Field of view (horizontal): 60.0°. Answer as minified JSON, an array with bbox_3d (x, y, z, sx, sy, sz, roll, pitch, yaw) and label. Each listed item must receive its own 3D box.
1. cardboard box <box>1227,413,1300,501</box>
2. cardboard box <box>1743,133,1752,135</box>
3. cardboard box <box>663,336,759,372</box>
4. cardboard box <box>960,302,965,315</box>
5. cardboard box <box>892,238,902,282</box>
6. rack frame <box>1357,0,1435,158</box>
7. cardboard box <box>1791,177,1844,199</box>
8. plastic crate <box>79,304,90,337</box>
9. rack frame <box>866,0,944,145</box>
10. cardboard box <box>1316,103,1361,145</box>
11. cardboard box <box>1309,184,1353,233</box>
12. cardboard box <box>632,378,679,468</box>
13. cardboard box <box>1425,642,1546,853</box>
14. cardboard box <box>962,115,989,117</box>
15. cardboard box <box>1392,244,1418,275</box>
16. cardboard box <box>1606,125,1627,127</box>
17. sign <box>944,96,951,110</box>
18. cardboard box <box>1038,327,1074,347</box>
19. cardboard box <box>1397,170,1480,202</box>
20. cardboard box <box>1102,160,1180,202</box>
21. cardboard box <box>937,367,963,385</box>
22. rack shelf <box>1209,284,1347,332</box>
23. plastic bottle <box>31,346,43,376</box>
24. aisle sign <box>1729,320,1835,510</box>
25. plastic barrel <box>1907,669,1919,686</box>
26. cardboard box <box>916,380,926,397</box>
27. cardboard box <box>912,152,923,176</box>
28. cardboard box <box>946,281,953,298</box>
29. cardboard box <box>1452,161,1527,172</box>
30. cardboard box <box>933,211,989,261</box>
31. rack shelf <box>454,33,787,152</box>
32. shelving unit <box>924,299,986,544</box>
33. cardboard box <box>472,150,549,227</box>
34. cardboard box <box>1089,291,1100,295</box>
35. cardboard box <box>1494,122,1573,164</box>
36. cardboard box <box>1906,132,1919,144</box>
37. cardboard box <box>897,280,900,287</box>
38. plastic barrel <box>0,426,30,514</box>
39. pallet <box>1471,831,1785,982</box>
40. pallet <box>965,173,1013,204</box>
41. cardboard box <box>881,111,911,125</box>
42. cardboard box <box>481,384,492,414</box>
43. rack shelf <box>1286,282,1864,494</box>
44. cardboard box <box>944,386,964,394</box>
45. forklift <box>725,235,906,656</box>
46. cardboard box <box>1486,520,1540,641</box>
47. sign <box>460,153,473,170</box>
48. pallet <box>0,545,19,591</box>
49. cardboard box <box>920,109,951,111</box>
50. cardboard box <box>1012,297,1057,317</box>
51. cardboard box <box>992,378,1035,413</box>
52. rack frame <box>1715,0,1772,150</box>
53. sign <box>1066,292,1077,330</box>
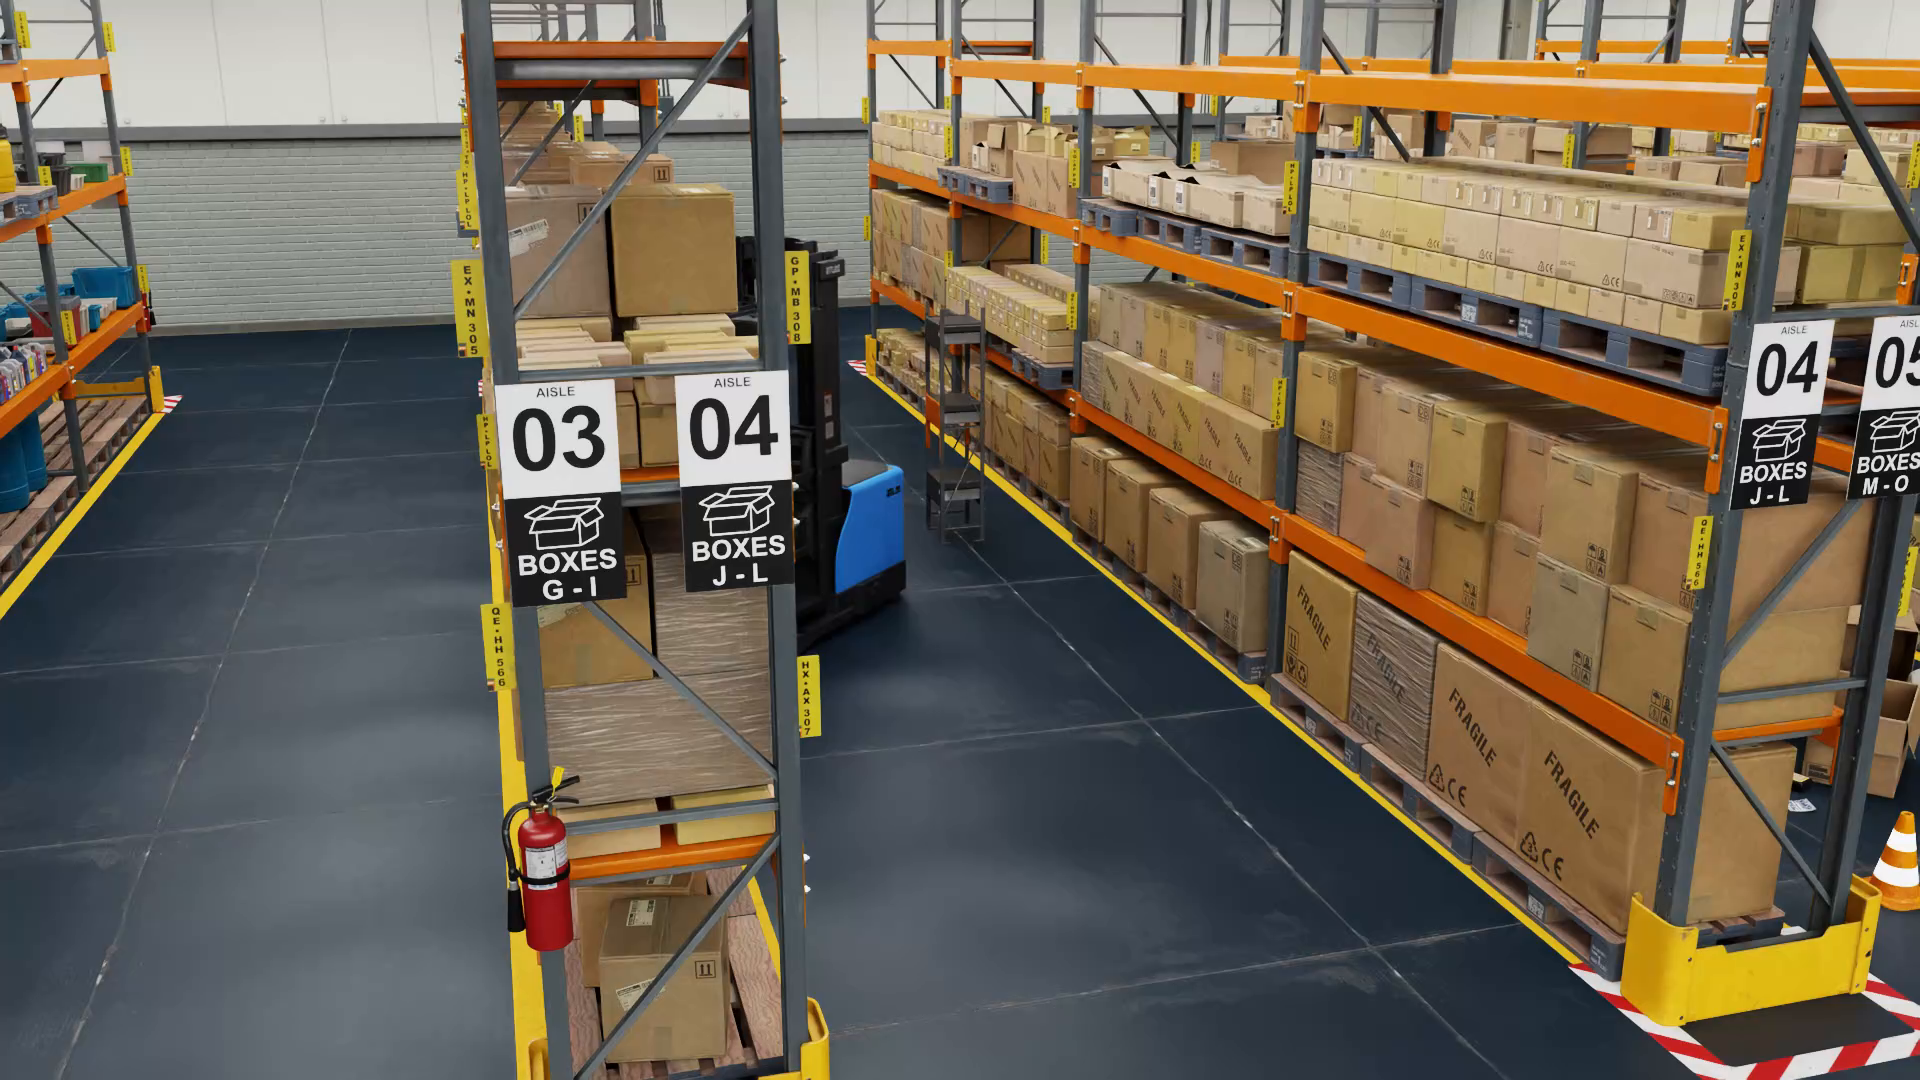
[{"bbox_3d":[2.198,-0.593,11.539,0.500,0.500,0.500,-5,17,-16],"label":"cardboard box"},{"bbox_3d":[9.706,-4.970,20.086,0.380,0.149,0.250,-4,17,-14],"label":"cardboard box"},{"bbox_3d":[-0.930,-0.681,6.359,0.380,0.149,0.250,-4,17,-14],"label":"cardboard box"},{"bbox_3d":[0.213,-2.425,17.517,0.380,0.149,0.250,-5,17,-15],"label":"cardboard box"},{"bbox_3d":[-0.547,-3.503,20.710,0.500,0.500,0.500,-4,17,-15],"label":"cardboard box"},{"bbox_3d":[5.132,-5.927,19.043,1.000,3.000,0.127,-5,17,-15],"label":"rack frame"},{"bbox_3d":[6.896,-2.698,13.036,0.500,0.250,0.500,-4,17,-15],"label":"cardboard box"},{"bbox_3d":[-9.401,-2.288,17.457,0.437,0.282,0.530,-5,17,-15],"label":"plastic crate"},{"bbox_3d":[-0.699,-6.615,21.330,1.000,3.000,0.127,-5,17,-15],"label":"rack frame"},{"bbox_3d":[4.730,-5.160,20.618,0.797,0.503,0.637,-3,17,-11],"label":"cardboard box"},{"bbox_3d":[2.464,-2.021,10.092,0.500,0.250,0.500,-5,17,-15],"label":"cardboard box"},{"bbox_3d":[-0.983,-0.470,6.349,0.500,0.250,0.500,-4,17,-14],"label":"cardboard box"},{"bbox_3d":[3.204,1.075,9.122,0.875,0.875,0.875,-5,17,-16],"label":"cardboard box"},{"bbox_3d":[0.154,-4.968,19.763,0.380,0.149,0.250,-5,17,-17],"label":"cardboard box"},{"bbox_3d":[2.653,-1.578,9.312,0.380,0.149,0.250,-5,17,-16],"label":"cardboard box"},{"bbox_3d":[9.116,-5.494,22.558,0.500,0.250,0.500,-5,17,-16],"label":"cardboard box"},{"bbox_3d":[-0.160,-5.640,21.762,0.100,0.325,0.005,-5,17,-15],"label":"sign"},{"bbox_3d":[0.926,-1.852,15.095,0.380,0.149,0.250,-4,17,-14],"label":"cardboard box"},{"bbox_3d":[2.654,-1.960,9.195,0.380,0.149,0.250,-5,17,-15],"label":"cardboard box"},{"bbox_3d":[1.487,-2.954,13.609,0.500,0.311,0.500,-5,17,-15],"label":"cardboard box"},{"bbox_3d":[-0.056,-1.901,19.258,0.380,0.149,0.250,-4,17,-15],"label":"cardboard box"},{"bbox_3d":[4.582,-3.263,21.851,1.077,0.370,4.000,-5,17,-15],"label":"rack shelf"},{"bbox_3d":[-8.632,-1.679,15.532,0.061,0.283,0.133,-5,17,-15],"label":"plastic bottle"},{"bbox_3d":[3.429,-0.517,6.942,0.394,0.787,0.004,-5,17,-15],"label":"aisle sign"},{"bbox_3d":[6.406,1.047,10.730,0.512,0.421,0.421,7,18,23],"label":"plastic barrel"},{"bbox_3d":[-0.320,-1.839,20.084,0.380,0.149,0.250,-5,17,-15],"label":"cardboard box"},{"bbox_3d":[-0.260,-4.394,19.411,0.500,0.250,0.500,-5,17,-16],"label":"cardboard box"},{"bbox_3d":[0.066,-2.713,17.959,0.380,0.149,0.250,-4,17,-14],"label":"cardboard box"},{"bbox_3d":[3.144,-2.154,9.841,0.380,0.149,0.250,-5,17,-15],"label":"cardboard box"},{"bbox_3d":[0.011,-3.413,18.671,0.500,0.500,0.500,-5,18,-17],"label":"cardboard box"},{"bbox_3d":[-1.648,-2.032,7.330,1.077,0.370,4.000,-5,17,-15],"label":"rack shelf"},{"bbox_3d":[-0.045,-1.051,14.802,0.431,2.100,0.503,-5,17,-15],"label":"shelving unit"},{"bbox_3d":[-3.135,-2.459,11.667,0.500,0.500,0.500,-5,17,-17],"label":"cardboard box"},{"bbox_3d":[1.271,-2.328,16.160,0.380,0.149,0.250,-4,17,-13],"label":"cardboard box"},{"bbox_3d":[5.776,-3.892,16.578,0.700,0.500,0.500,-6,18,-18],"label":"cardboard box"},{"bbox_3d":[10.502,-4.336,18.008,0.380,0.149,0.250,-5,17,-16],"label":"cardboard box"},{"bbox_3d":[-0.590,-3.299,21.157,0.380,0.149,0.250,-4,17,-13],"label":"cardboard box"},{"bbox_3d":[-8.831,-0.728,15.078,0.600,0.901,0.708,-5,17,-15],"label":"plastic barrel"},{"bbox_3d":[3.403,1.805,8.577,1.003,0.211,1.213,-5,17,-15],"label":"pallet"},{"bbox_3d":[0.755,-3.516,16.555,1.213,0.211,1.003,-5,17,-15],"label":"pallet"},{"bbox_3d":[-0.772,-5.276,20.787,0.380,0.149,0.250,-5,17,-15],"label":"cardboard box"},{"bbox_3d":[-3.955,-1.032,16.136,1.225,0.875,0.875,-5,18,-17],"label":"cardboard box"},{"bbox_3d":[3.148,-0.961,8.973,1.077,0.370,4.000,-5,17,-15],"label":"rack shelf"},{"bbox_3d":[0.008,-1.675,19.023,0.380,0.149,0.250,-4,17,-14],"label":"cardboard box"},{"bbox_3d":[-1.594,-0.658,12.049,1.130,2.935,3.031,9,19,28],"label":"forklift"},{"bbox_3d":[3.347,0.198,8.817,0.875,0.550,0.550,-5,17,-15],"label":"cardboard box"},{"bbox_3d":[-3.833,-2.845,12.958,0.100,0.325,0.005,-5,17,-15],"label":"sign"},{"bbox_3d":[-8.316,0.348,13.427,1.003,0.211,1.213,-5,17,-15],"label":"pallet"},{"bbox_3d":[-0.325,-5.468,21.425,0.380,0.149,0.250,-5,17,-16],"label":"cardboard box"},{"bbox_3d":[0.708,-2.209,15.765,0.380,0.149,0.250,-4,17,-14],"label":"cardboard box"},{"bbox_3d":[0.634,-1.484,16.991,0.500,0.250,0.500,-4,17,-13],"label":"cardboard box"},{"bbox_3d":[9.903,-6.321,20.353,1.000,3.000,0.127,-5,17,-15],"label":"rack frame"},{"bbox_3d":[0.980,-2.000,14.520,0.100,0.325,0.005,-5,17,-15],"label":"sign"}]
